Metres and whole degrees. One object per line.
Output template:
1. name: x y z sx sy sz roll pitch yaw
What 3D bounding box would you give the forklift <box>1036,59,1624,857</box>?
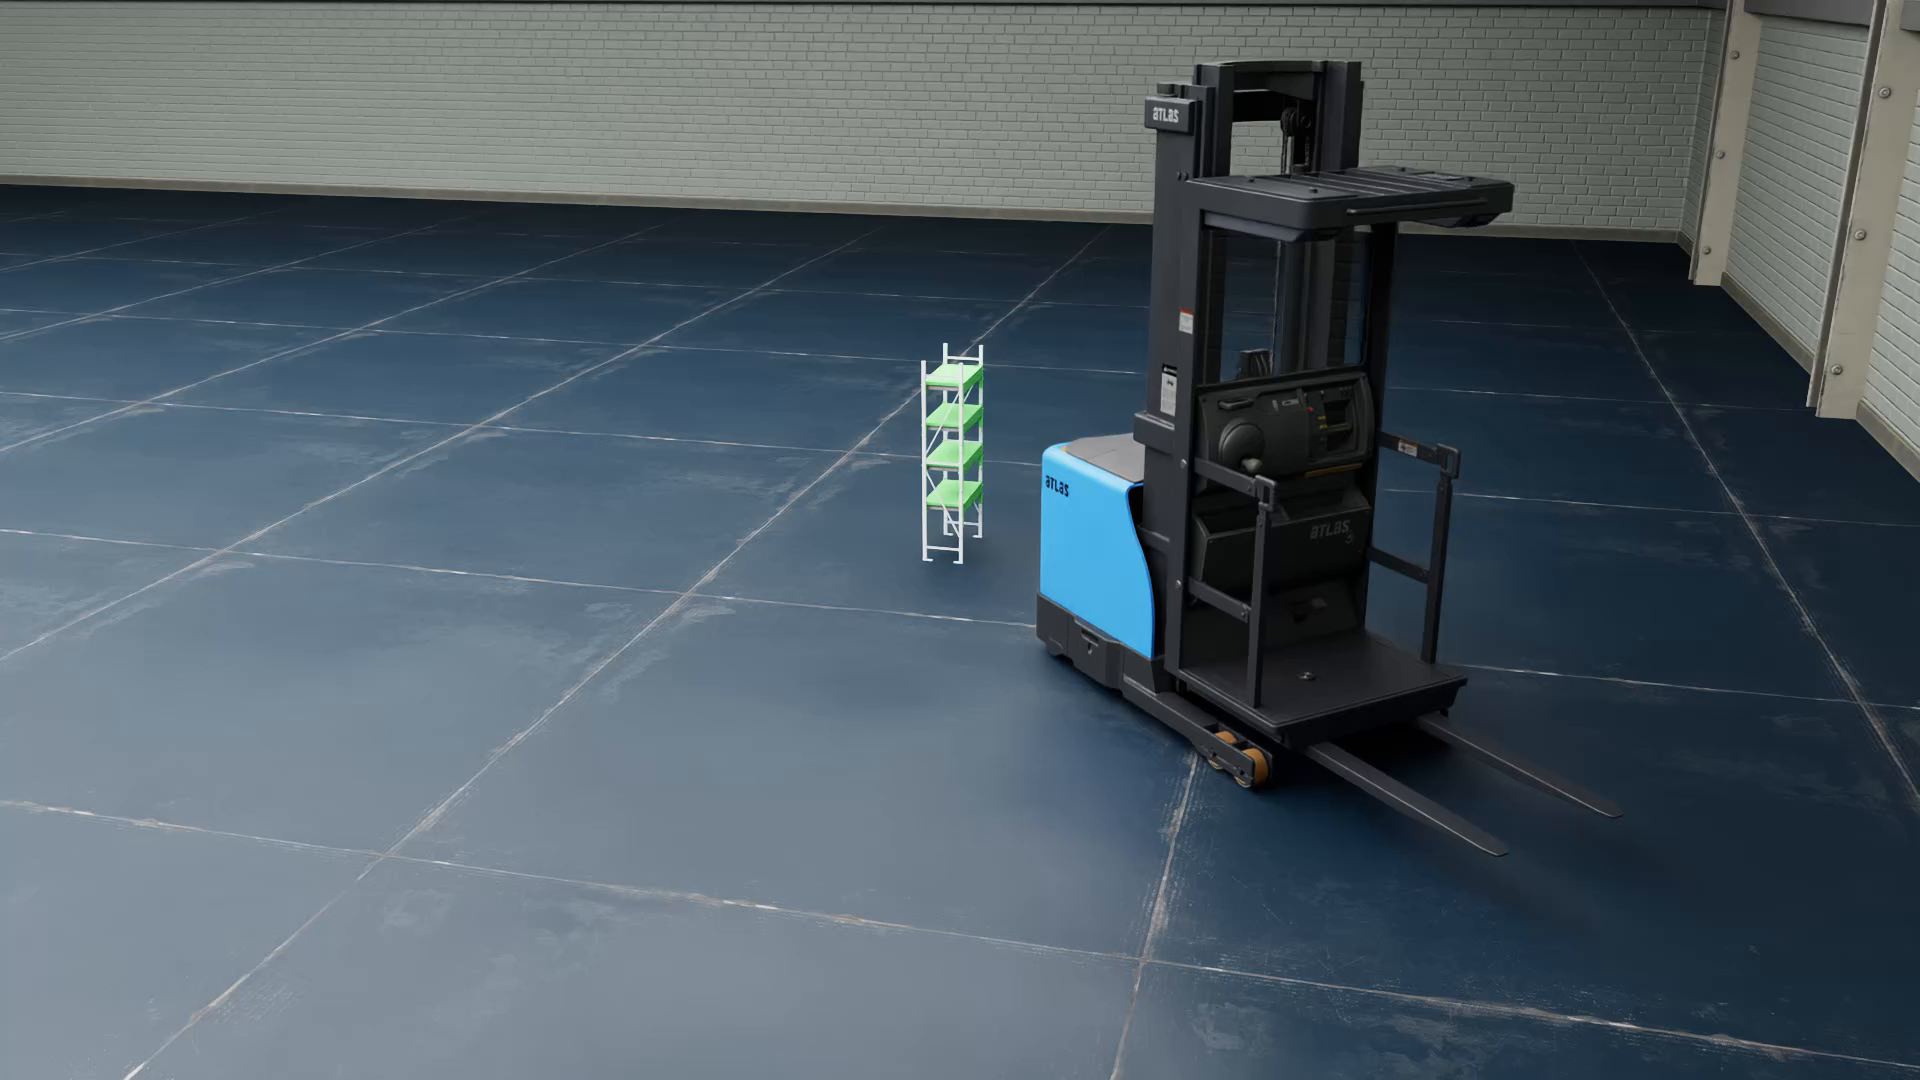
1. forklift: 1.541 -0.497 7.108 1.130 2.935 3.031 -10 21 -27

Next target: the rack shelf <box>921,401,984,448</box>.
1. rack shelf: -0.040 -0.683 9.785 0.258 0.148 0.480 5 19 13

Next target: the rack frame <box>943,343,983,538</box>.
1. rack frame: 0.019 -0.592 10.066 0.240 1.200 0.015 5 19 13

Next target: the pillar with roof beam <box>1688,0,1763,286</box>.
1. pillar with roof beam: 4.192 -7.491 18.196 9.100 9.000 0.400 5 19 13

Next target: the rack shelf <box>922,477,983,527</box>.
1. rack shelf: -0.040 -0.228 9.940 0.258 0.148 0.480 5 19 13

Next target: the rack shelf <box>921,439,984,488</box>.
1. rack shelf: -0.040 -0.455 9.862 0.258 0.148 0.480 5 19 13

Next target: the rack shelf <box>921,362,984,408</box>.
1. rack shelf: -0.040 -0.910 9.707 0.258 0.148 0.480 5 19 13

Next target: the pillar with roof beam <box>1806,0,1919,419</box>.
1. pillar with roof beam: 2.726 -5.610 12.690 9.100 9.000 0.400 5 19 13

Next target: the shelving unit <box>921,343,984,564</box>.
1. shelving unit: -0.040 -0.516 9.842 0.258 1.200 0.503 5 19 13

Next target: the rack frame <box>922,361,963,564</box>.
1. rack frame: -0.100 -0.439 9.618 0.240 1.200 0.015 5 19 13
